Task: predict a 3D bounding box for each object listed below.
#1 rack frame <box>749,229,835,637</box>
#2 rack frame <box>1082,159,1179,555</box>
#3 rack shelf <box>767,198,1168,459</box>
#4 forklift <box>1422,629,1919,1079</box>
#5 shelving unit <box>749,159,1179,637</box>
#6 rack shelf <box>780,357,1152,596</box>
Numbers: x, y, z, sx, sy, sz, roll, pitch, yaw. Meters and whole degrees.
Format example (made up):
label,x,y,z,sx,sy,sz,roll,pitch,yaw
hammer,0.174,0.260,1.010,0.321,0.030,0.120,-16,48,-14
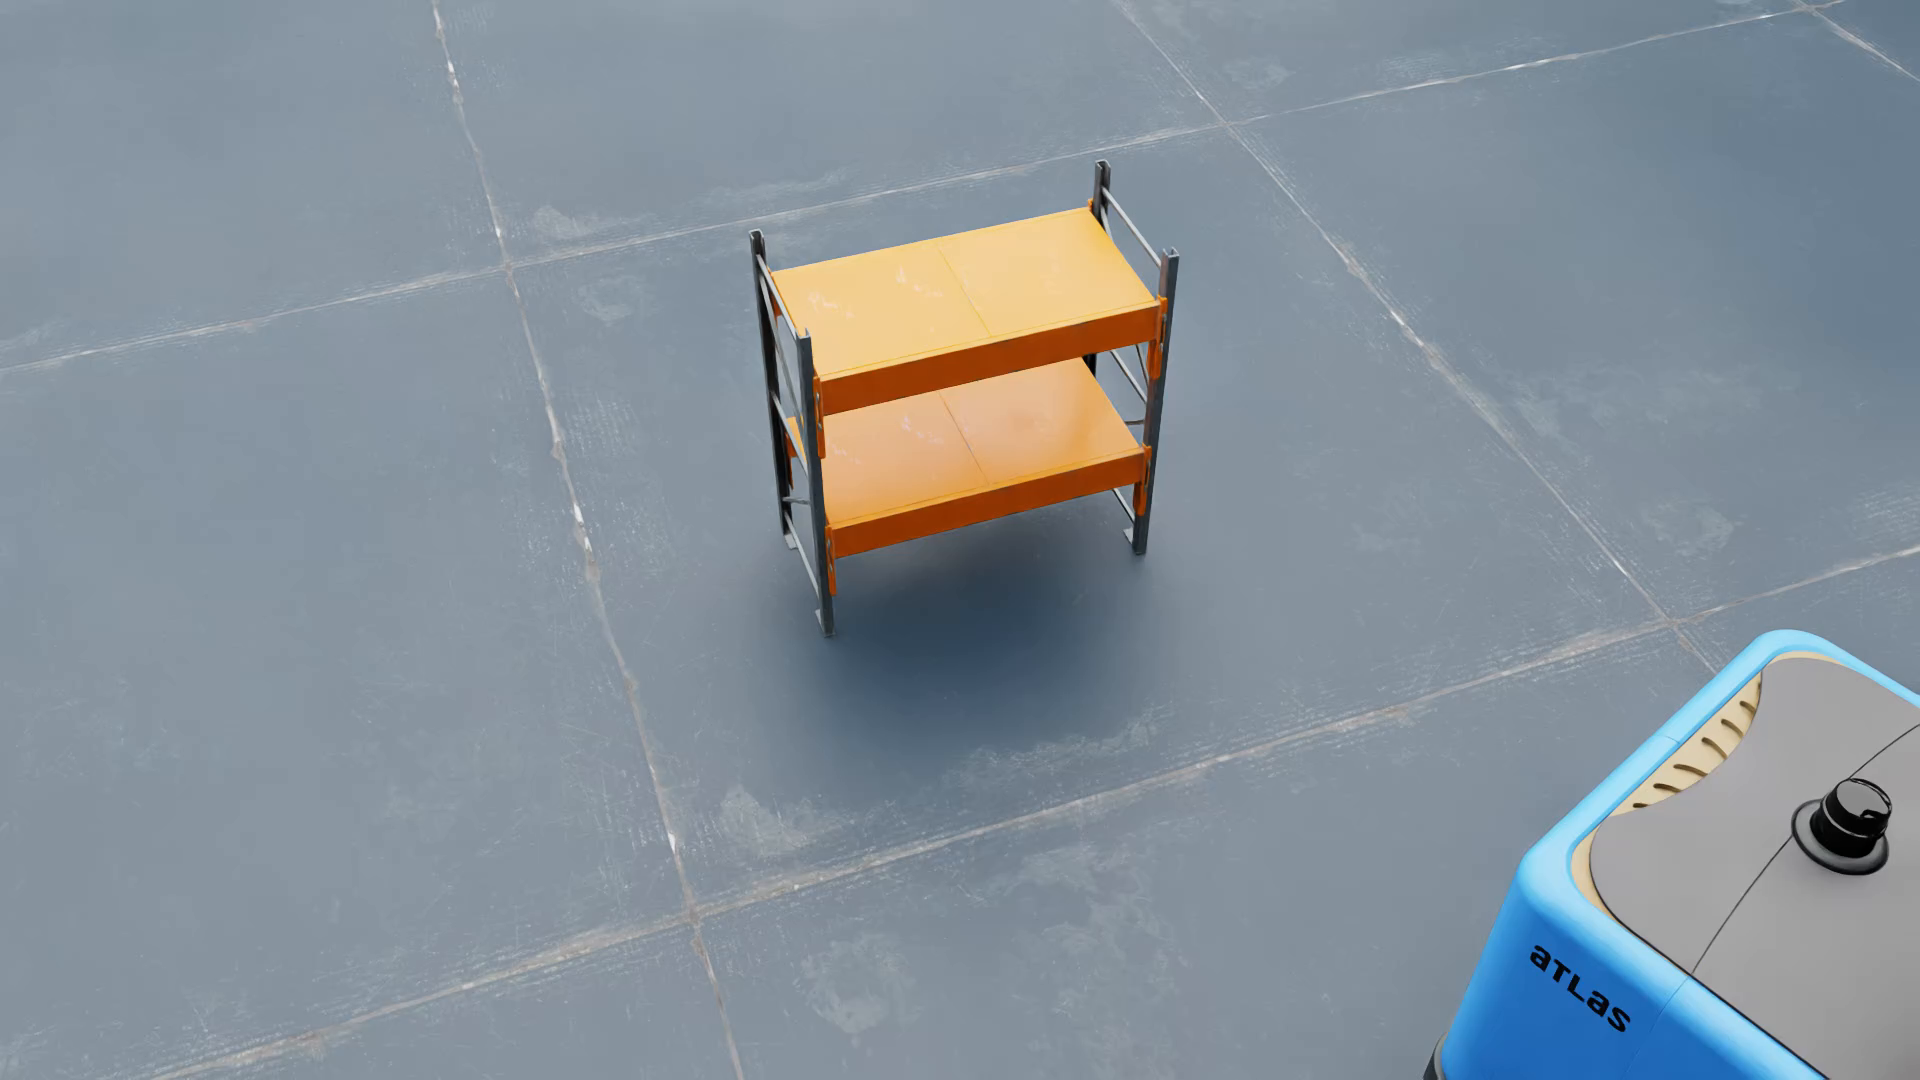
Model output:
label,x,y,z,sx,sy,sz,roll,pitch,yaw
rack frame,-0.472,-0.276,4.731,0.032,1.125,0.500,-14,47,-14
rack frame,0.485,-0.521,4.975,0.032,1.125,0.500,-14,47,-14
rack shelf,0.006,-0.605,4.646,1.000,0.278,0.538,-14,47,-14
forklift,2.391,0.900,2.283,1.130,2.935,3.031,-32,53,-28
shelving unit,0.006,-0.399,4.853,1.048,1.125,0.538,-14,47,-14
rack shelf,0.006,-0.226,5.026,1.000,0.278,0.538,-14,47,-14
